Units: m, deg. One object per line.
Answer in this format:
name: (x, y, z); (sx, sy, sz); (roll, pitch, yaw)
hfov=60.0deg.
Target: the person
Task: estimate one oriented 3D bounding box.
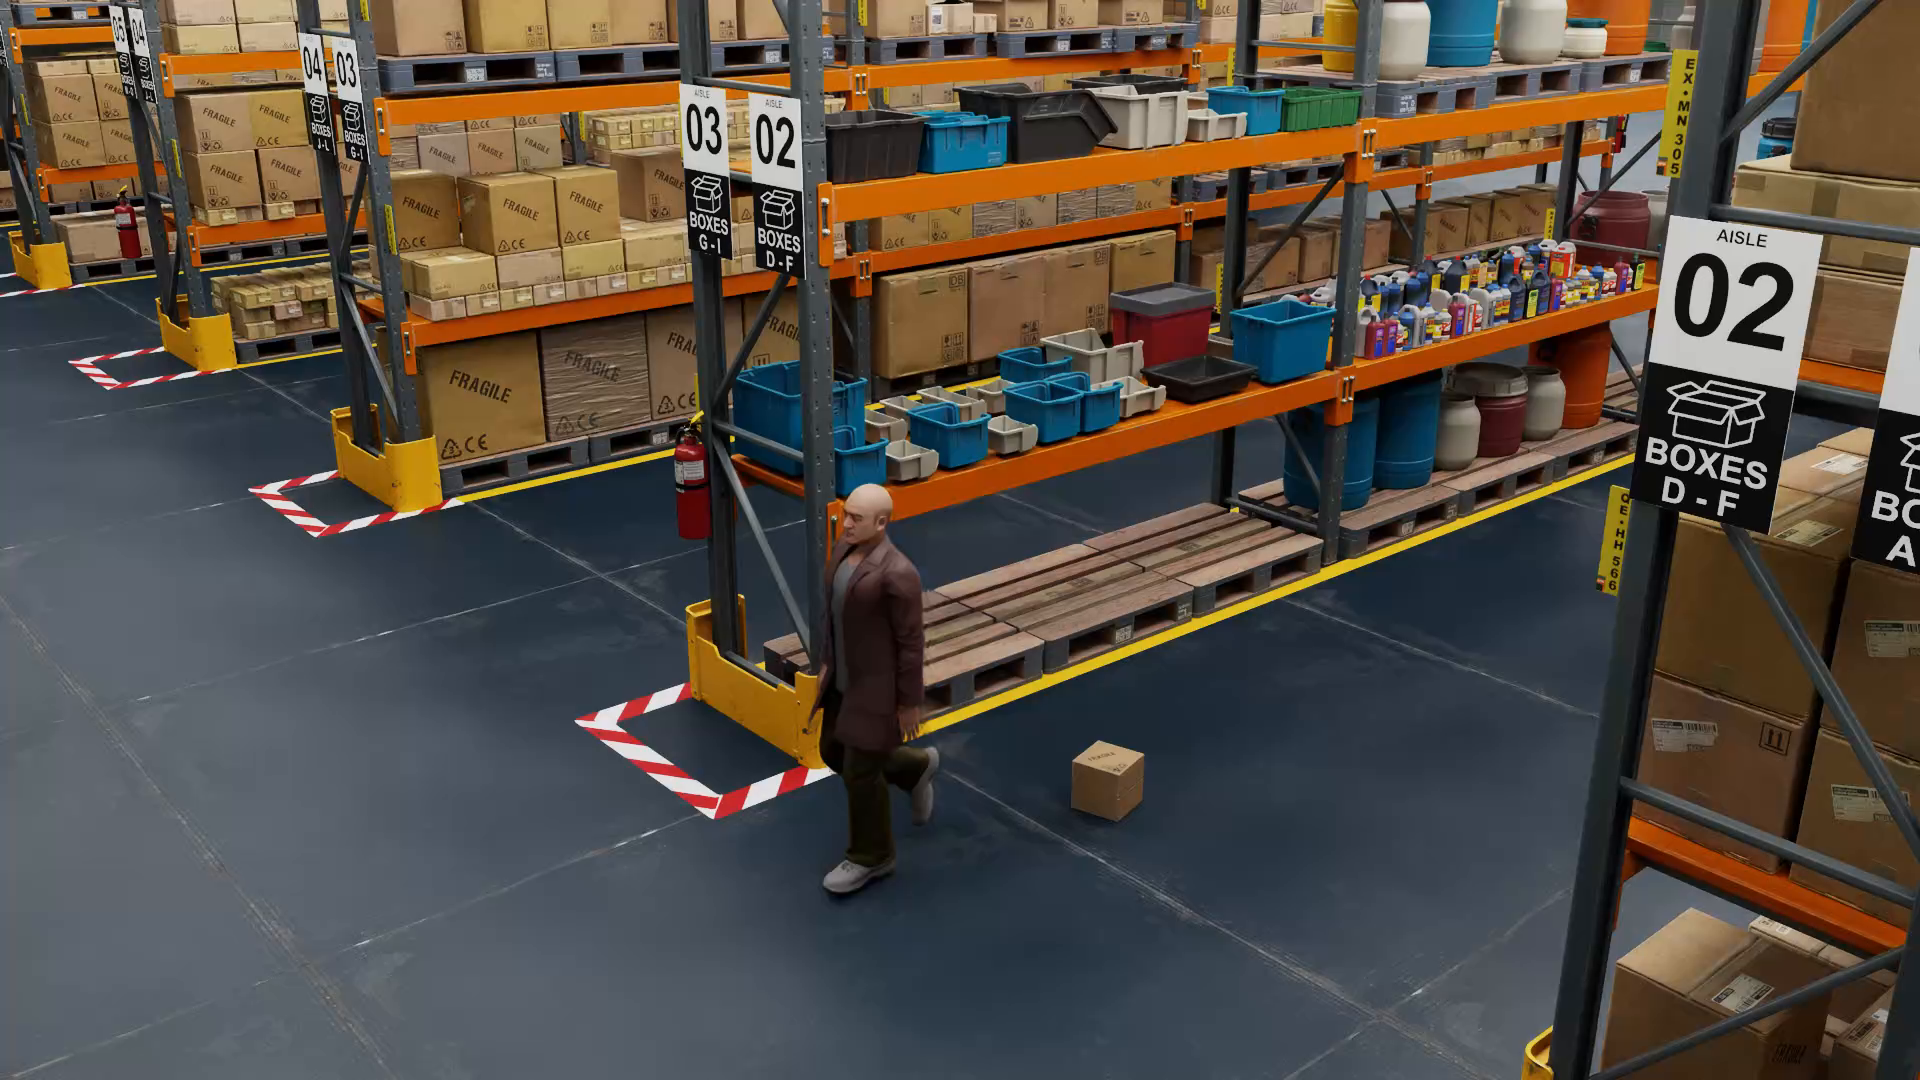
person: (-0.345, 0.590, 7.057); (0.715, 1.762, 0.621); (-14, 24, -32)
